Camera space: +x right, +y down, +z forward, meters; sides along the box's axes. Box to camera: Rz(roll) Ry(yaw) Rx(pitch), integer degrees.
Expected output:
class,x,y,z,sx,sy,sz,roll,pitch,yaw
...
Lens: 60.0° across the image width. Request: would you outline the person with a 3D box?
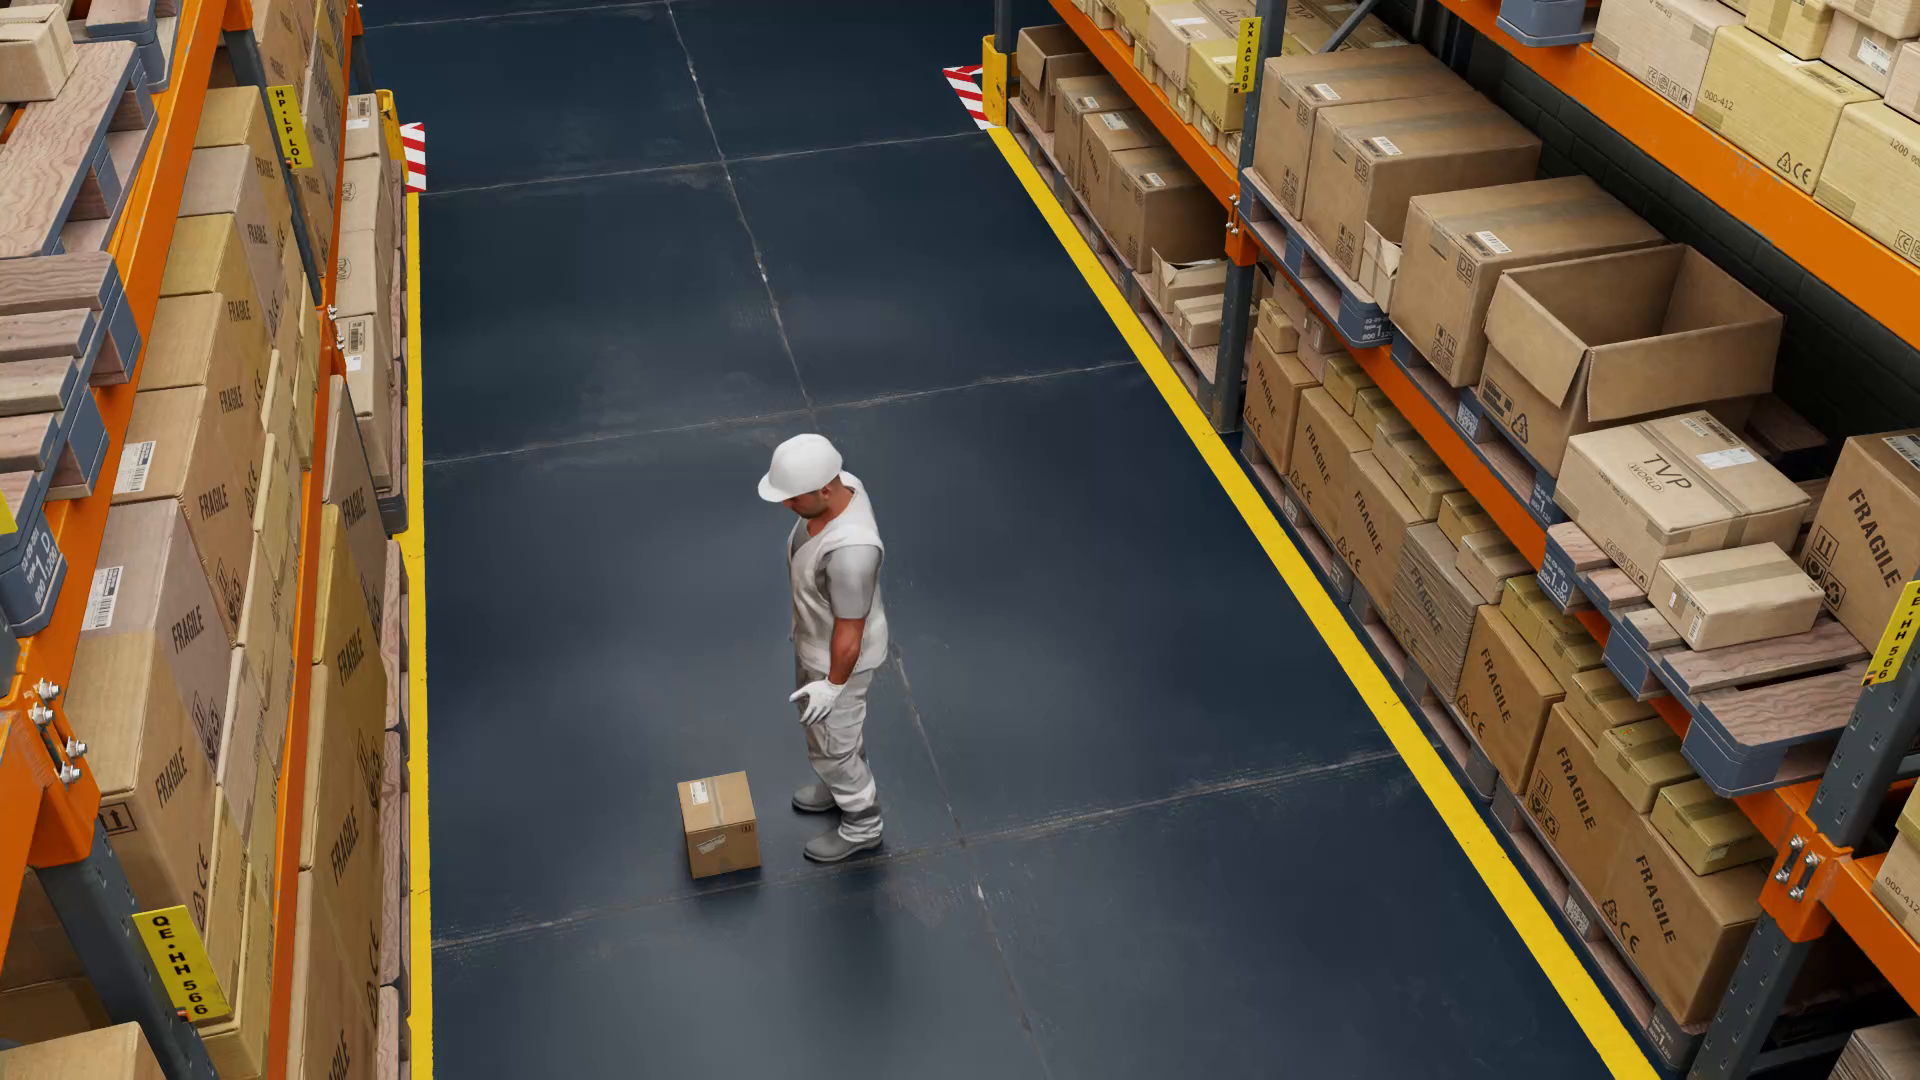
class,x,y,z,sx,sy,sz,roll,pitch,yaw
person,-0.447,0.386,5.668,0.427,1.752,0.538,-9,39,-11
